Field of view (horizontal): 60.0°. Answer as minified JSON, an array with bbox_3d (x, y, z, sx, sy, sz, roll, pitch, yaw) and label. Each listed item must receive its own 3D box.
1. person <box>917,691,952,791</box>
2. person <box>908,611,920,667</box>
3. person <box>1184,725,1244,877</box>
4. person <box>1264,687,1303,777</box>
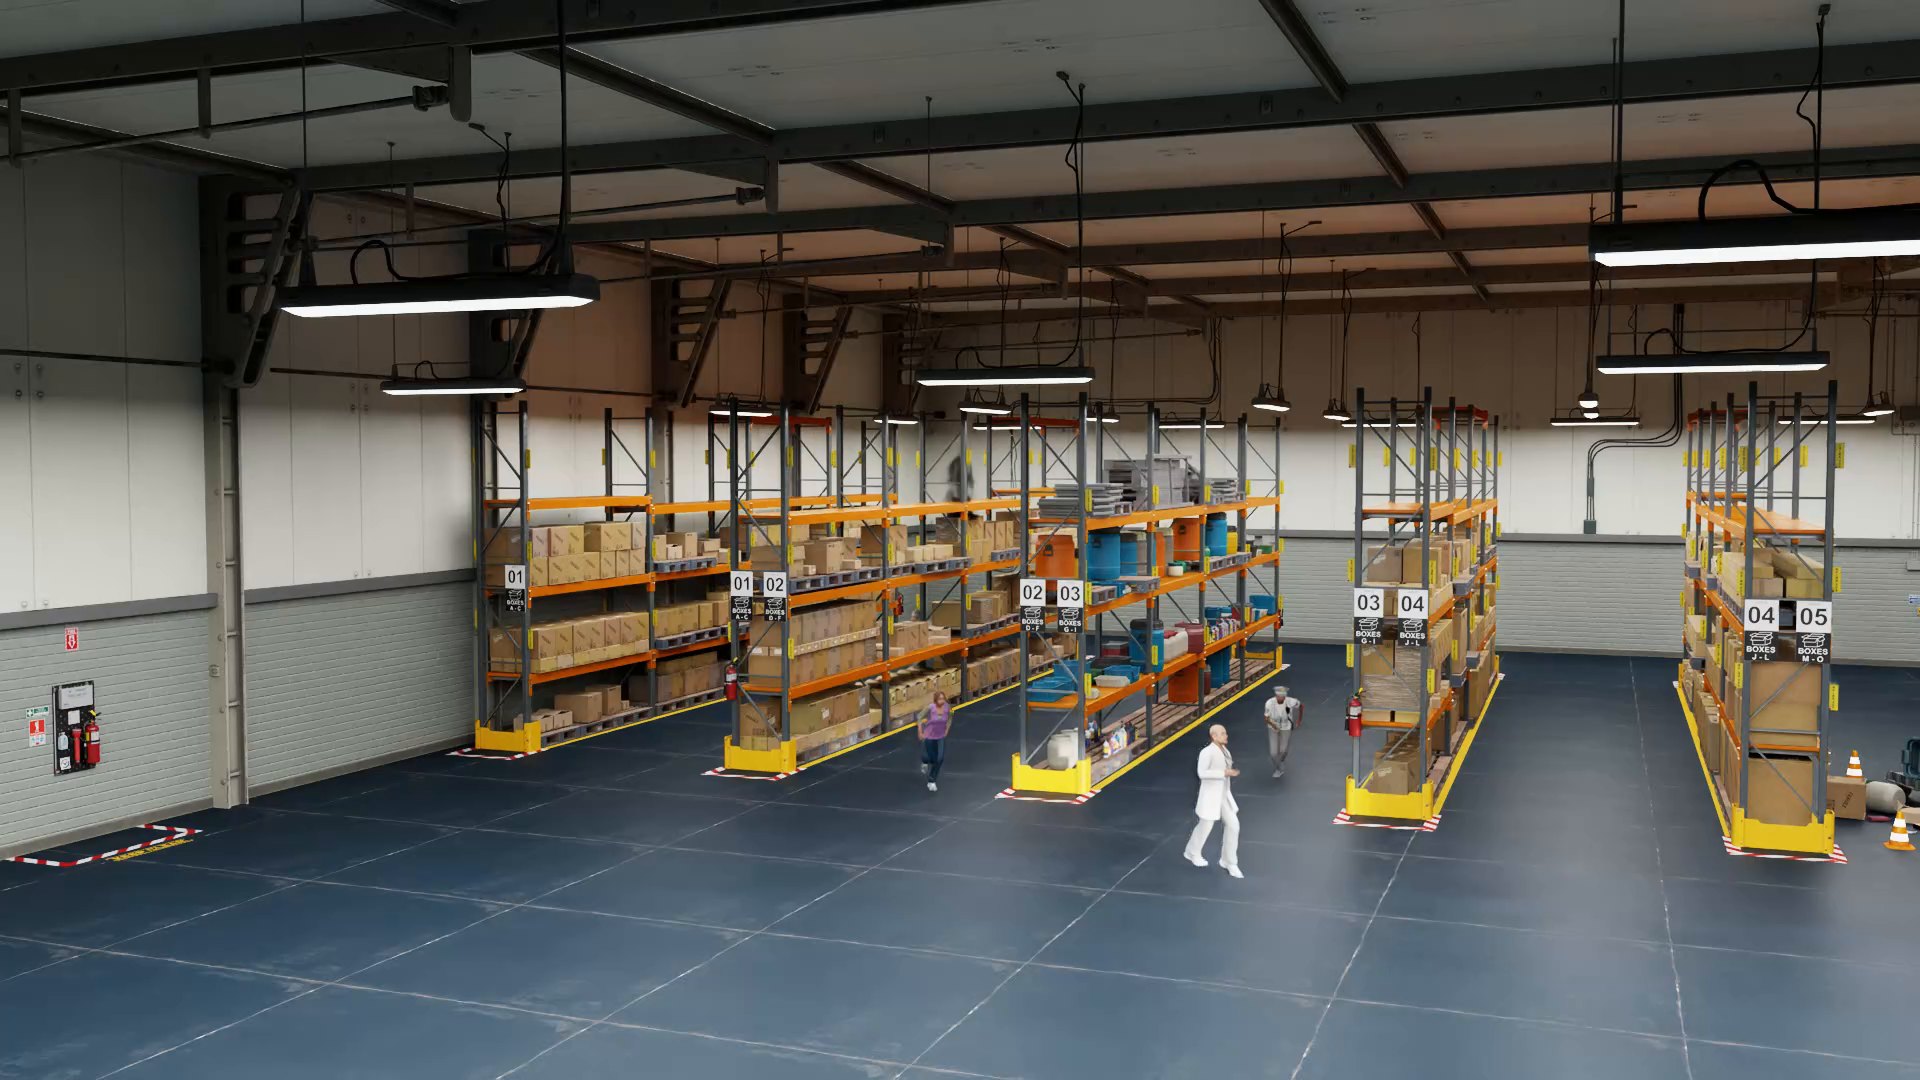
[{"bbox_3d":[-0.405,3.028,25.312,0.533,1.538,0.723,-1,3,-27],"label":"person"},{"bbox_3d":[-0.979,2.405,36.717,0.627,1.698,0.761,1,3,16],"label":"person"},{"bbox_3d":[3.036,3.148,20.077,0.662,1.855,0.861,-3,4,-44],"label":"person"},{"bbox_3d":[5.061,3.003,26.002,0.597,1.487,0.788,1,3,11],"label":"person"}]
